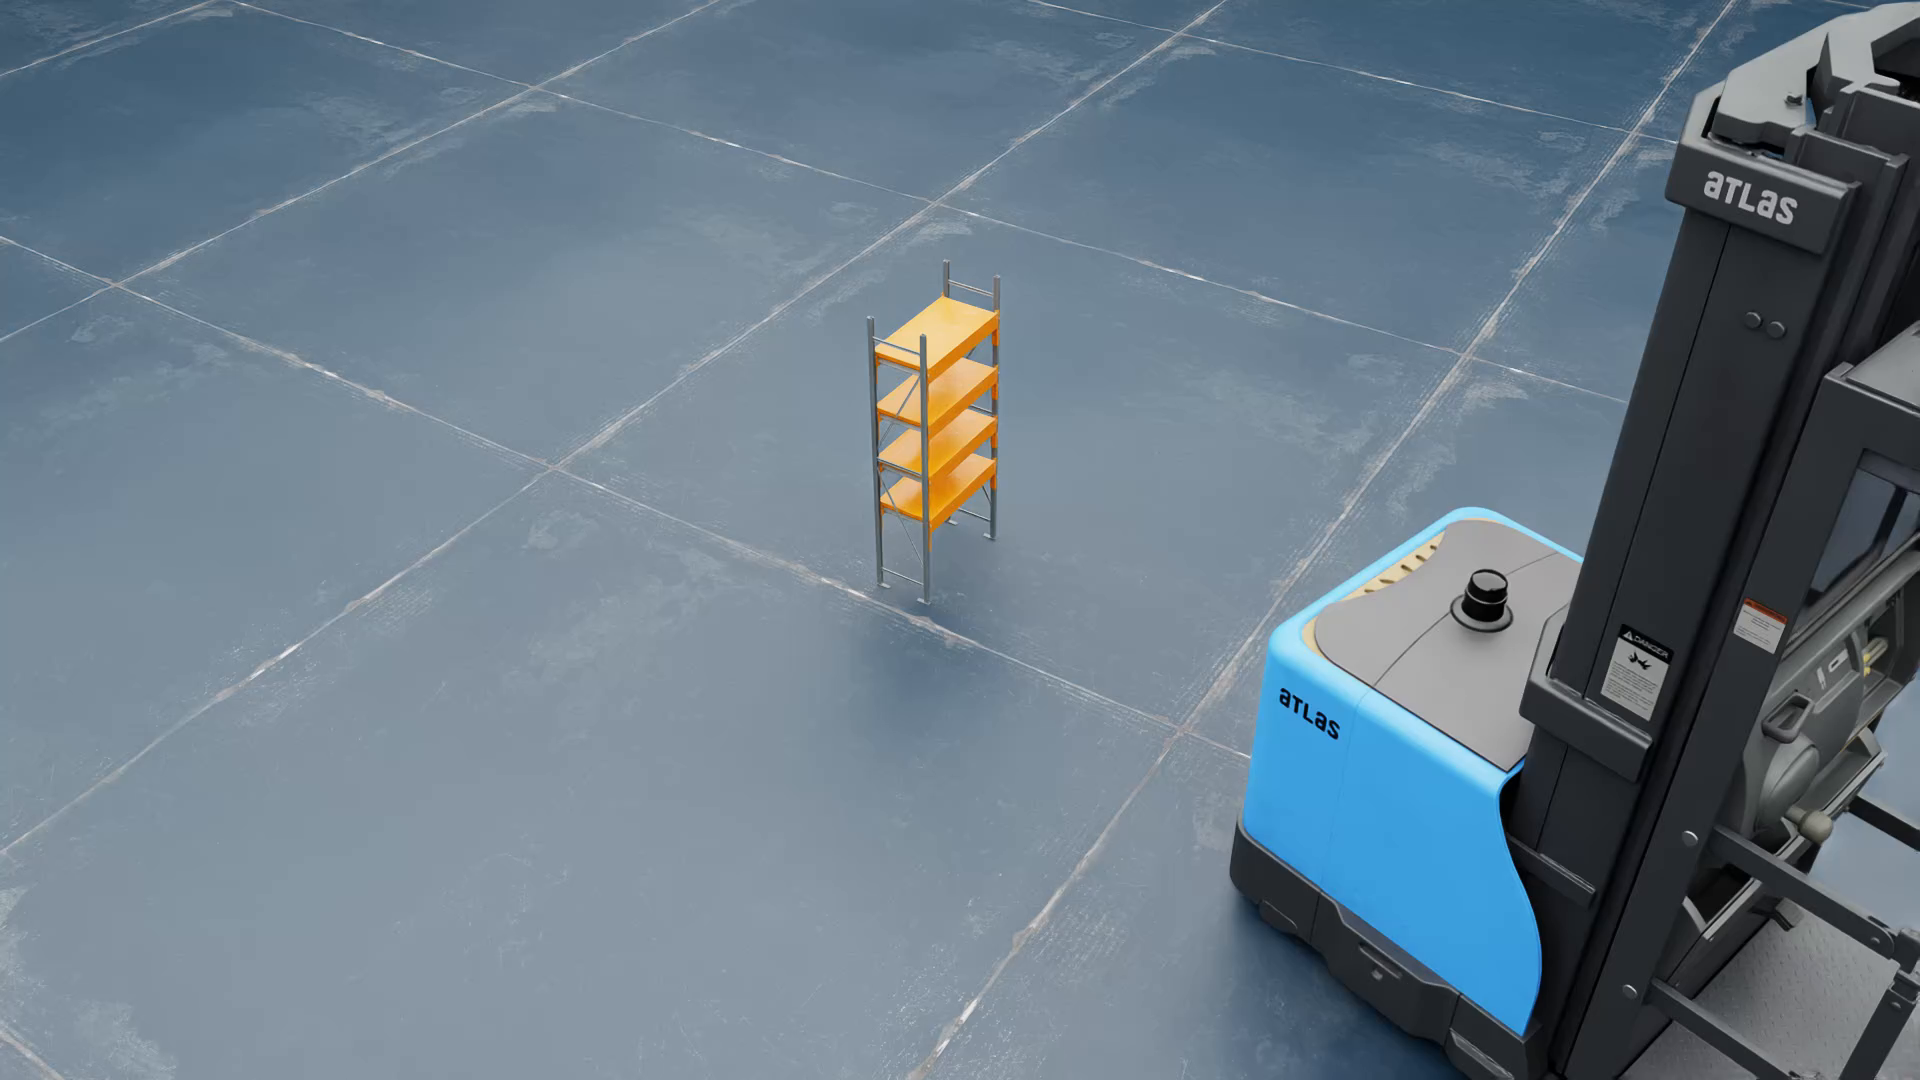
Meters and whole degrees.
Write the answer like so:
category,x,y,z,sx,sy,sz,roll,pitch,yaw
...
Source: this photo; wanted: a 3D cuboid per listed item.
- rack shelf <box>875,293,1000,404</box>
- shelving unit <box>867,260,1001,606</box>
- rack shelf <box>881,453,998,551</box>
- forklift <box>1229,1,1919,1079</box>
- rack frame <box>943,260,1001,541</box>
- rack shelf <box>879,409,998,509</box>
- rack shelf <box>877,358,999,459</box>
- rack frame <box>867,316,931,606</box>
category,x,y,z,sx,sy,sz,roll,pitch,yaw
rack shelf,-0.089,-0.701,6.033,0.258,0.148,0.480,21,42,25
shelving unit,-0.089,-0.390,6.273,0.258,1.200,0.503,21,42,25
rack shelf,-0.089,-0.179,6.435,0.258,0.148,0.480,21,42,25
forklift,2.203,0.431,3.790,1.130,2.935,3.031,-28,46,-32
rack frame,0.042,-0.516,6.436,0.240,1.200,0.015,21,42,25
rack shelf,-0.089,-0.337,6.314,0.258,0.148,0.480,21,42,25
rack shelf,-0.089,-0.514,6.177,0.258,0.148,0.480,21,42,25
rack frame,-0.219,-0.264,6.110,0.240,1.200,0.015,21,42,25
